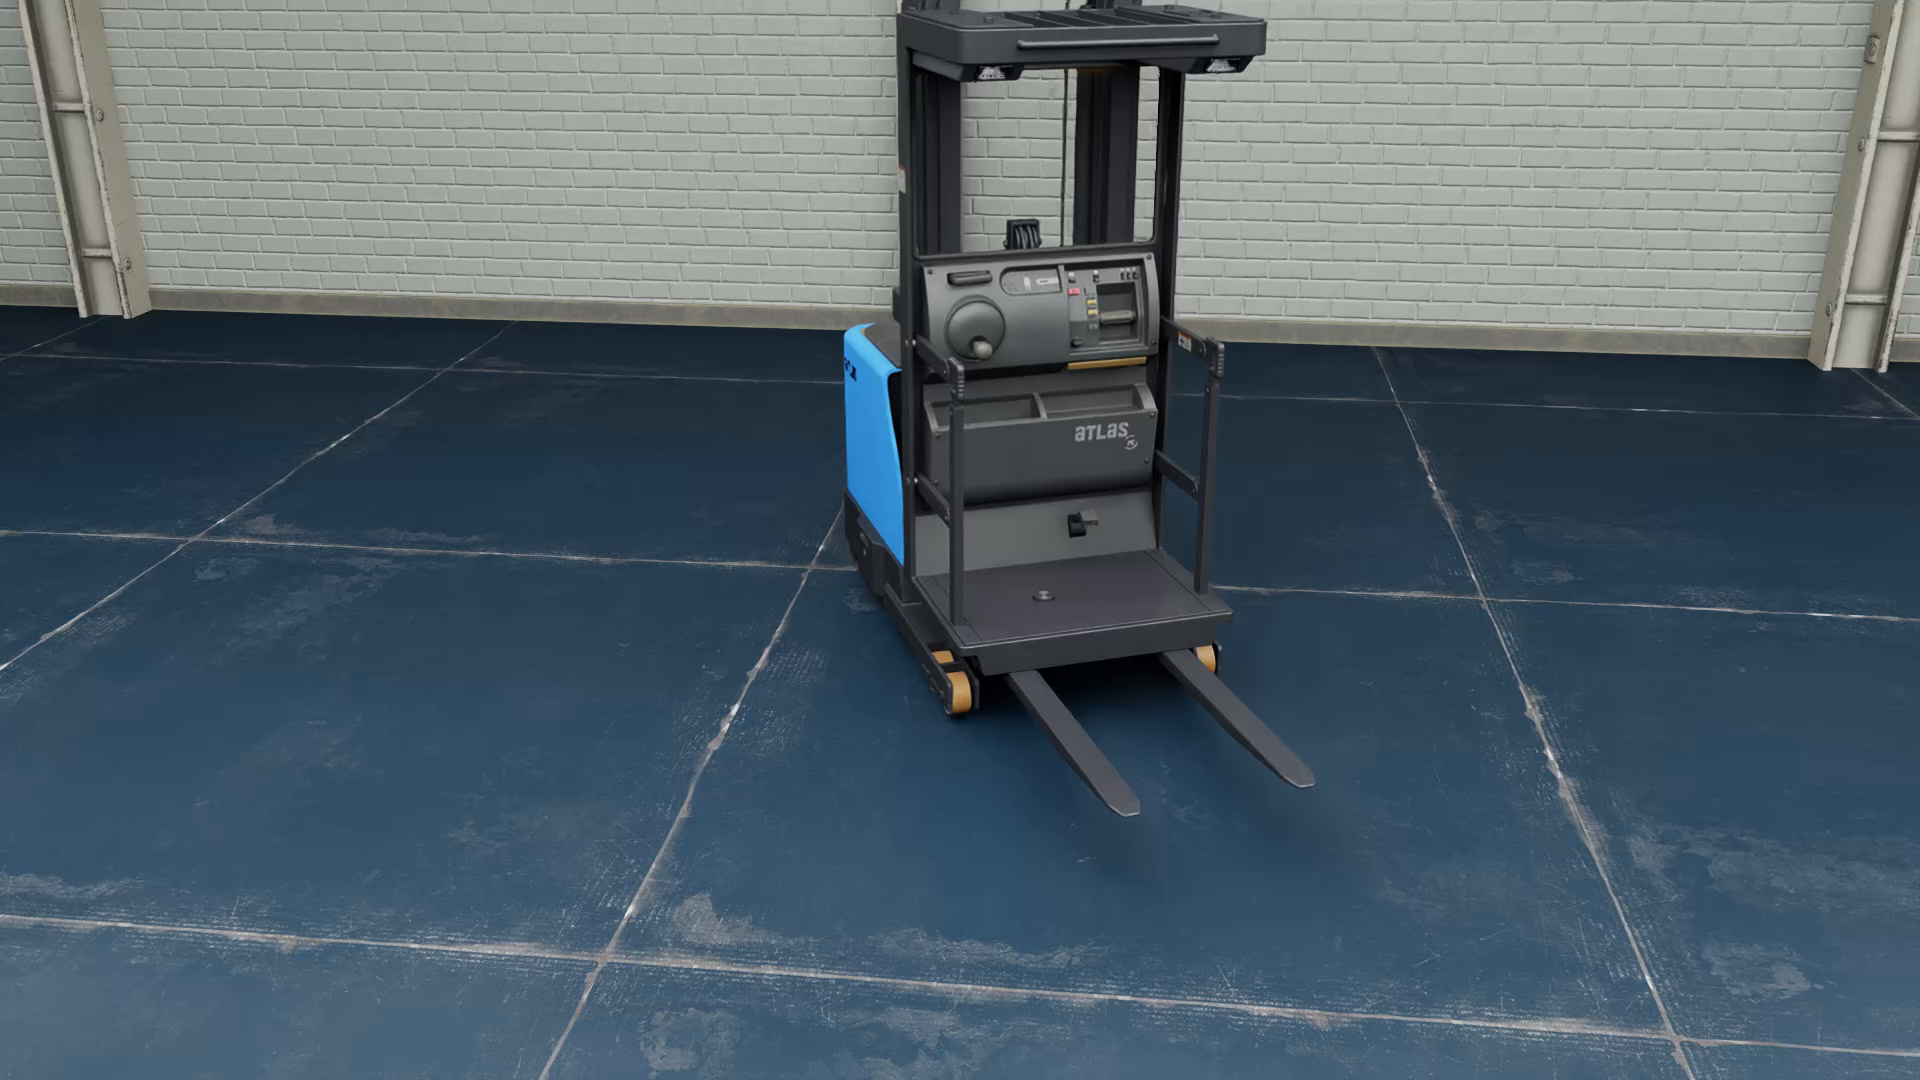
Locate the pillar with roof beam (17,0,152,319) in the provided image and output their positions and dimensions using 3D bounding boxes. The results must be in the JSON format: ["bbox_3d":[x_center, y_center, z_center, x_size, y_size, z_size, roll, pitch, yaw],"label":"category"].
[{"bbox_3d":[-6.658,-4.272,6.506,0.400,9.000,9.100,2,22,6],"label":"pillar with roof beam"}]

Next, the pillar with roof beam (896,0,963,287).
[{"bbox_3d":[-0.700,-4.013,5.850,0.400,9.000,9.100,2,22,6],"label":"pillar with roof beam"}]

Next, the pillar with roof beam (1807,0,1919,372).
[{"bbox_3d":[5.259,-3.753,5.193,0.400,9.000,9.100,2,22,6],"label":"pillar with roof beam"}]

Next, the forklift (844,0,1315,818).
[{"bbox_3d":[0.382,-0.866,6.143,1.130,2.935,3.031,-6,22,-16],"label":"forklift"}]
